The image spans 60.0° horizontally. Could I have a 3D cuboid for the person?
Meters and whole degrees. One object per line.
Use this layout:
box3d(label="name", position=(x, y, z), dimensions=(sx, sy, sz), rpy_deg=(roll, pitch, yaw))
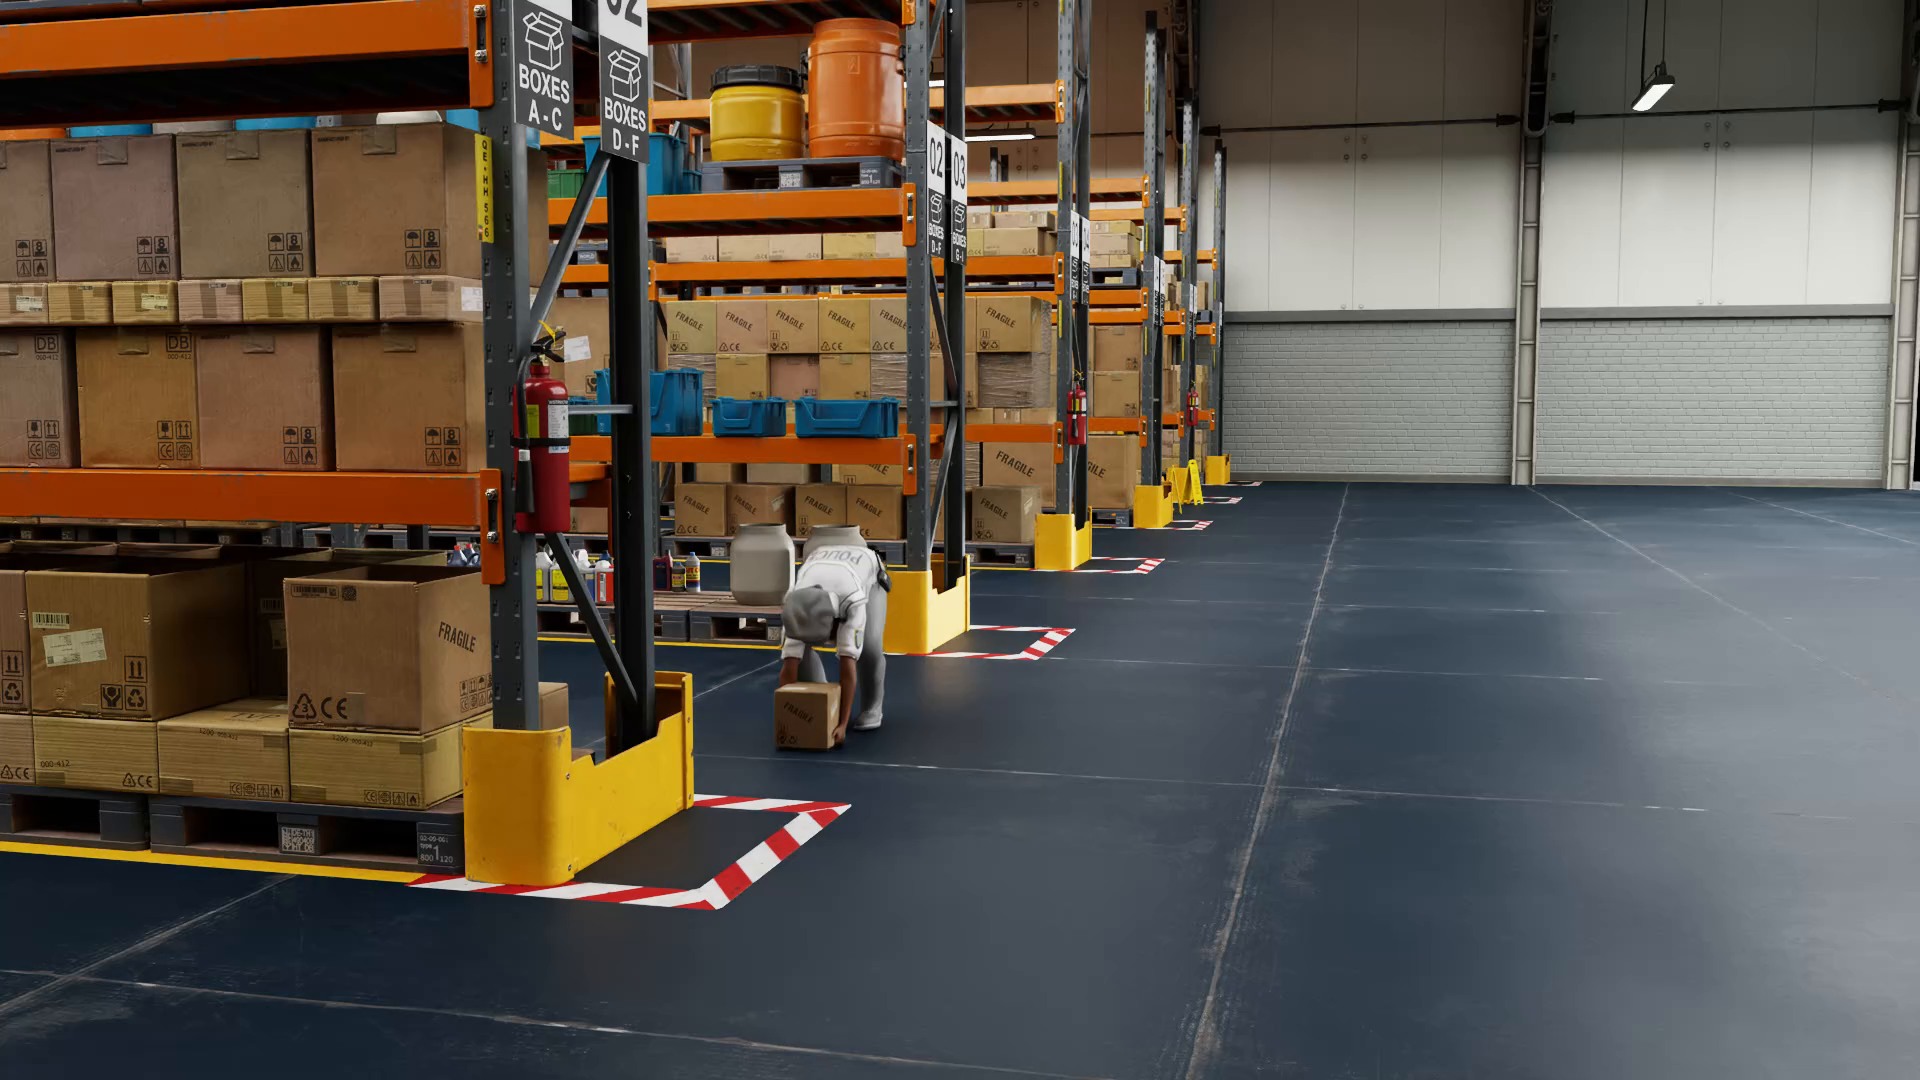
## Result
box3d(label="person", position=(-0.585, 0.472, 7.702), dimensions=(0.471, 0.857, 0.907), rpy_deg=(1, 5, 11))
